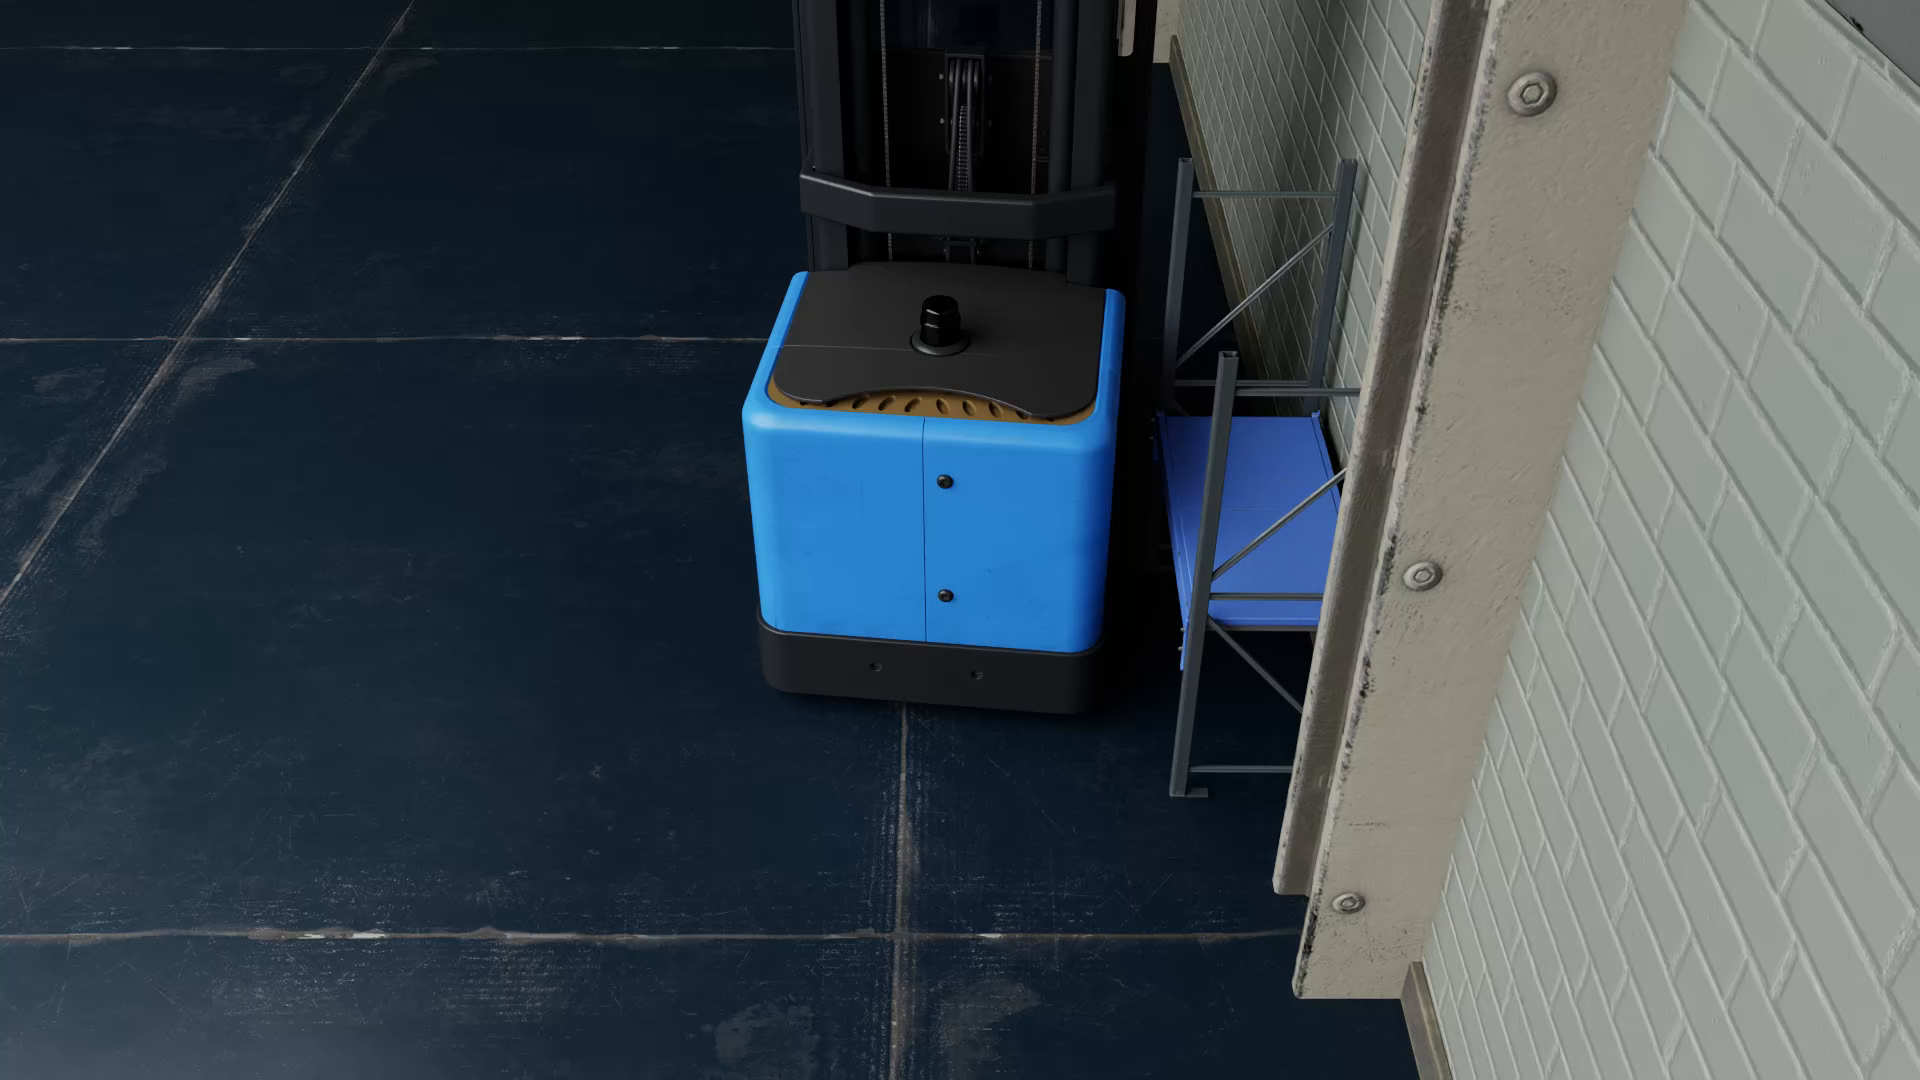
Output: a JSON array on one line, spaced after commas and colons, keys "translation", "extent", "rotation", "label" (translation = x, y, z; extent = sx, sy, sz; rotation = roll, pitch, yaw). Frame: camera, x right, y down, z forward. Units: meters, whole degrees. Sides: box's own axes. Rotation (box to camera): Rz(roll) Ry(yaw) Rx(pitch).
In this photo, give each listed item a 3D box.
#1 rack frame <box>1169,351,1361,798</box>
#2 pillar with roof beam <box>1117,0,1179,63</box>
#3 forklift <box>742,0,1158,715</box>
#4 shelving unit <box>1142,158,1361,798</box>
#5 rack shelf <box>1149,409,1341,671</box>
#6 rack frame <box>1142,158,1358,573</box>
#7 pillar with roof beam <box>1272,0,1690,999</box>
[{"translation": [0.859, 0.152, 4.360], "extent": [0.500, 1.500, 0.032], "rotation": [0, 39, 0], "label": "rack frame"}, {"translation": [-3.296, -6.206, 6.298], "extent": [9.100, 9.000, 0.400], "rotation": [0, 39, 0], "label": "pillar with roof beam"}, {"translation": [0.071, -1.534, 5.321], "extent": [1.130, 2.935, 3.031], "rotation": [4, 39, 5], "label": "forklift"}, {"translation": [0.864, -0.165, 4.757], "extent": [0.538, 1.500, 1.048], "rotation": [0, 39, 0], "label": "shelving unit"}, {"translation": [0.864, -0.025, 4.870], "extent": [0.538, 0.185, 1.000], "rotation": [0, 39, 0], "label": "rack shelf"}, {"translation": [0.868, -0.483, 5.154], "extent": [0.500, 1.500, 0.032], "rotation": [0, 39, 0], "label": "rack frame"}, {"translation": [-3.289, -2.454, 1.616], "extent": [9.100, 9.000, 0.400], "rotation": [0, 39, 0], "label": "pillar with roof beam"}]
